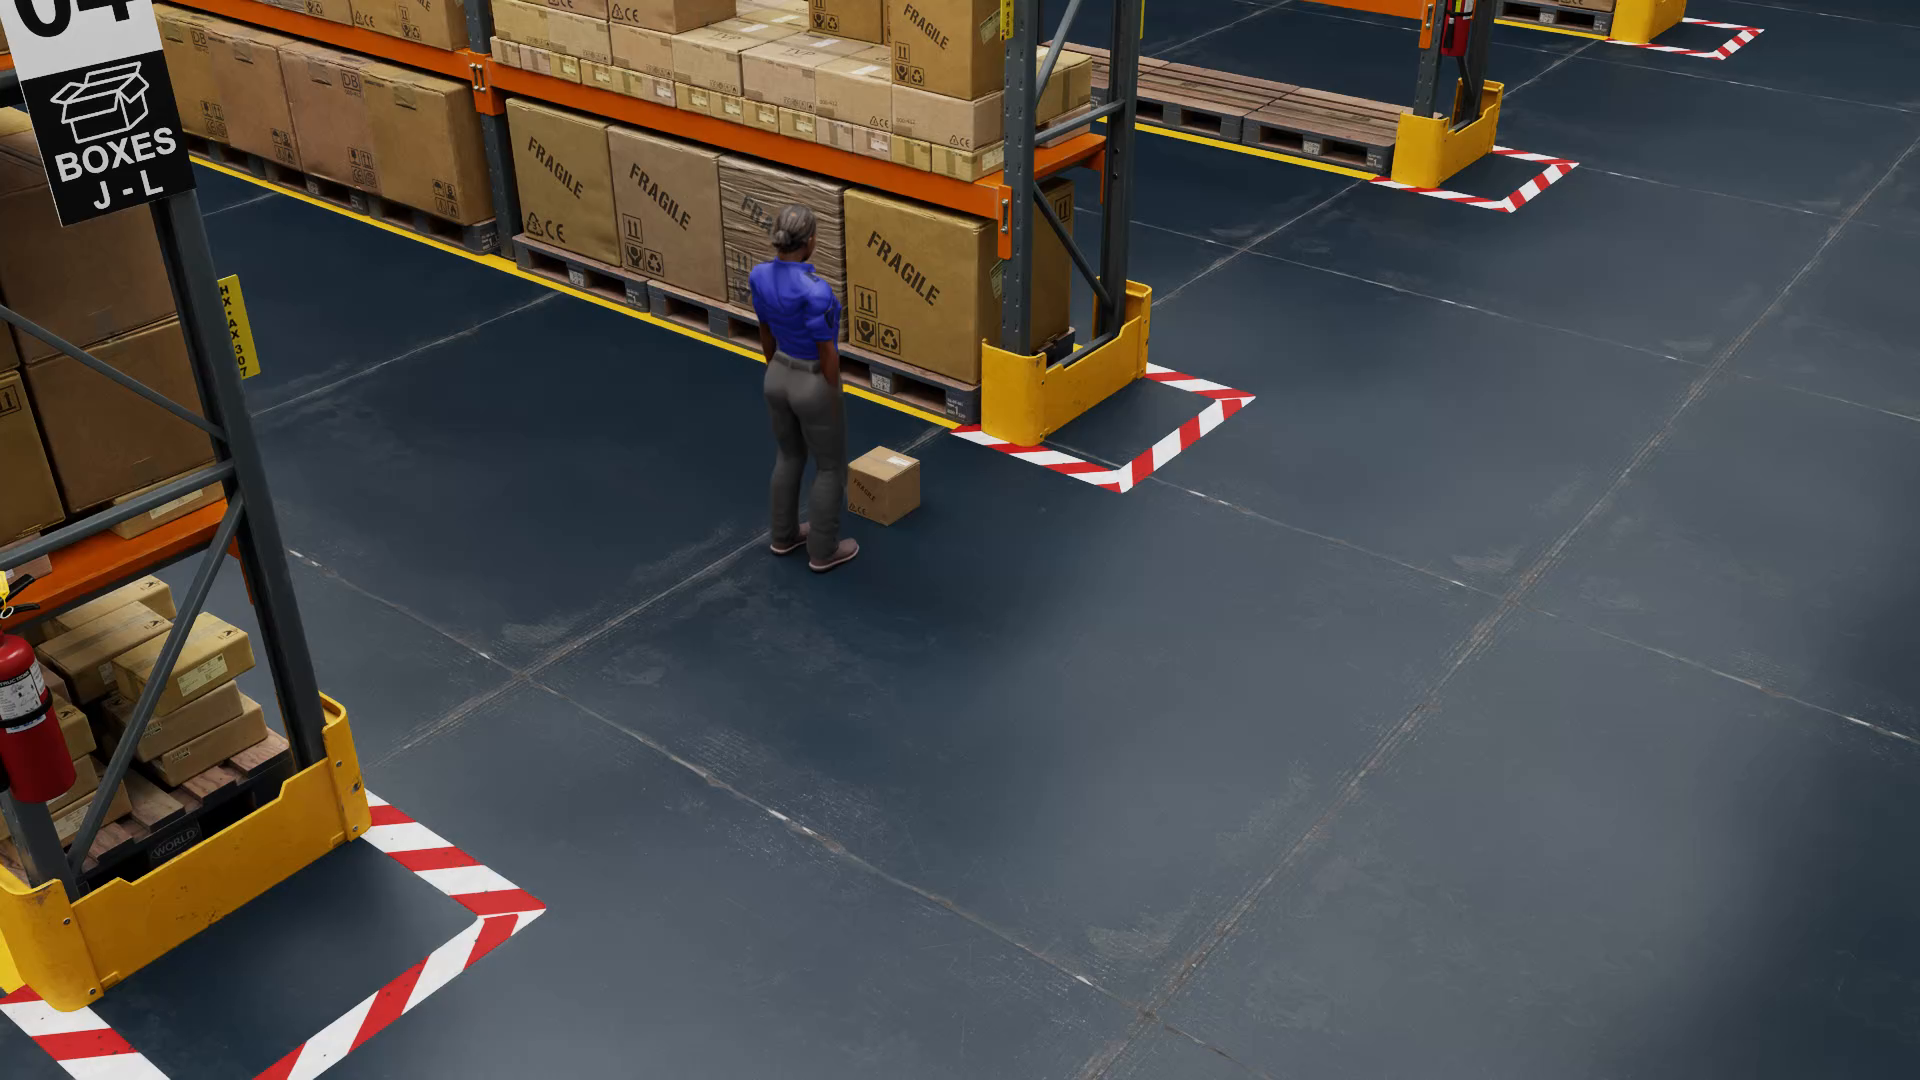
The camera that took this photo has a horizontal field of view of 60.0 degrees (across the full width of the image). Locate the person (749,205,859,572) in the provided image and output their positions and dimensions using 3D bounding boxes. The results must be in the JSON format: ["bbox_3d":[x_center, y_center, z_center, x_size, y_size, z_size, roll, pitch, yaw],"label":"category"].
[{"bbox_3d":[-0.684,-0.656,7.240,0.431,1.652,0.302,22,38,32],"label":"person"}]
